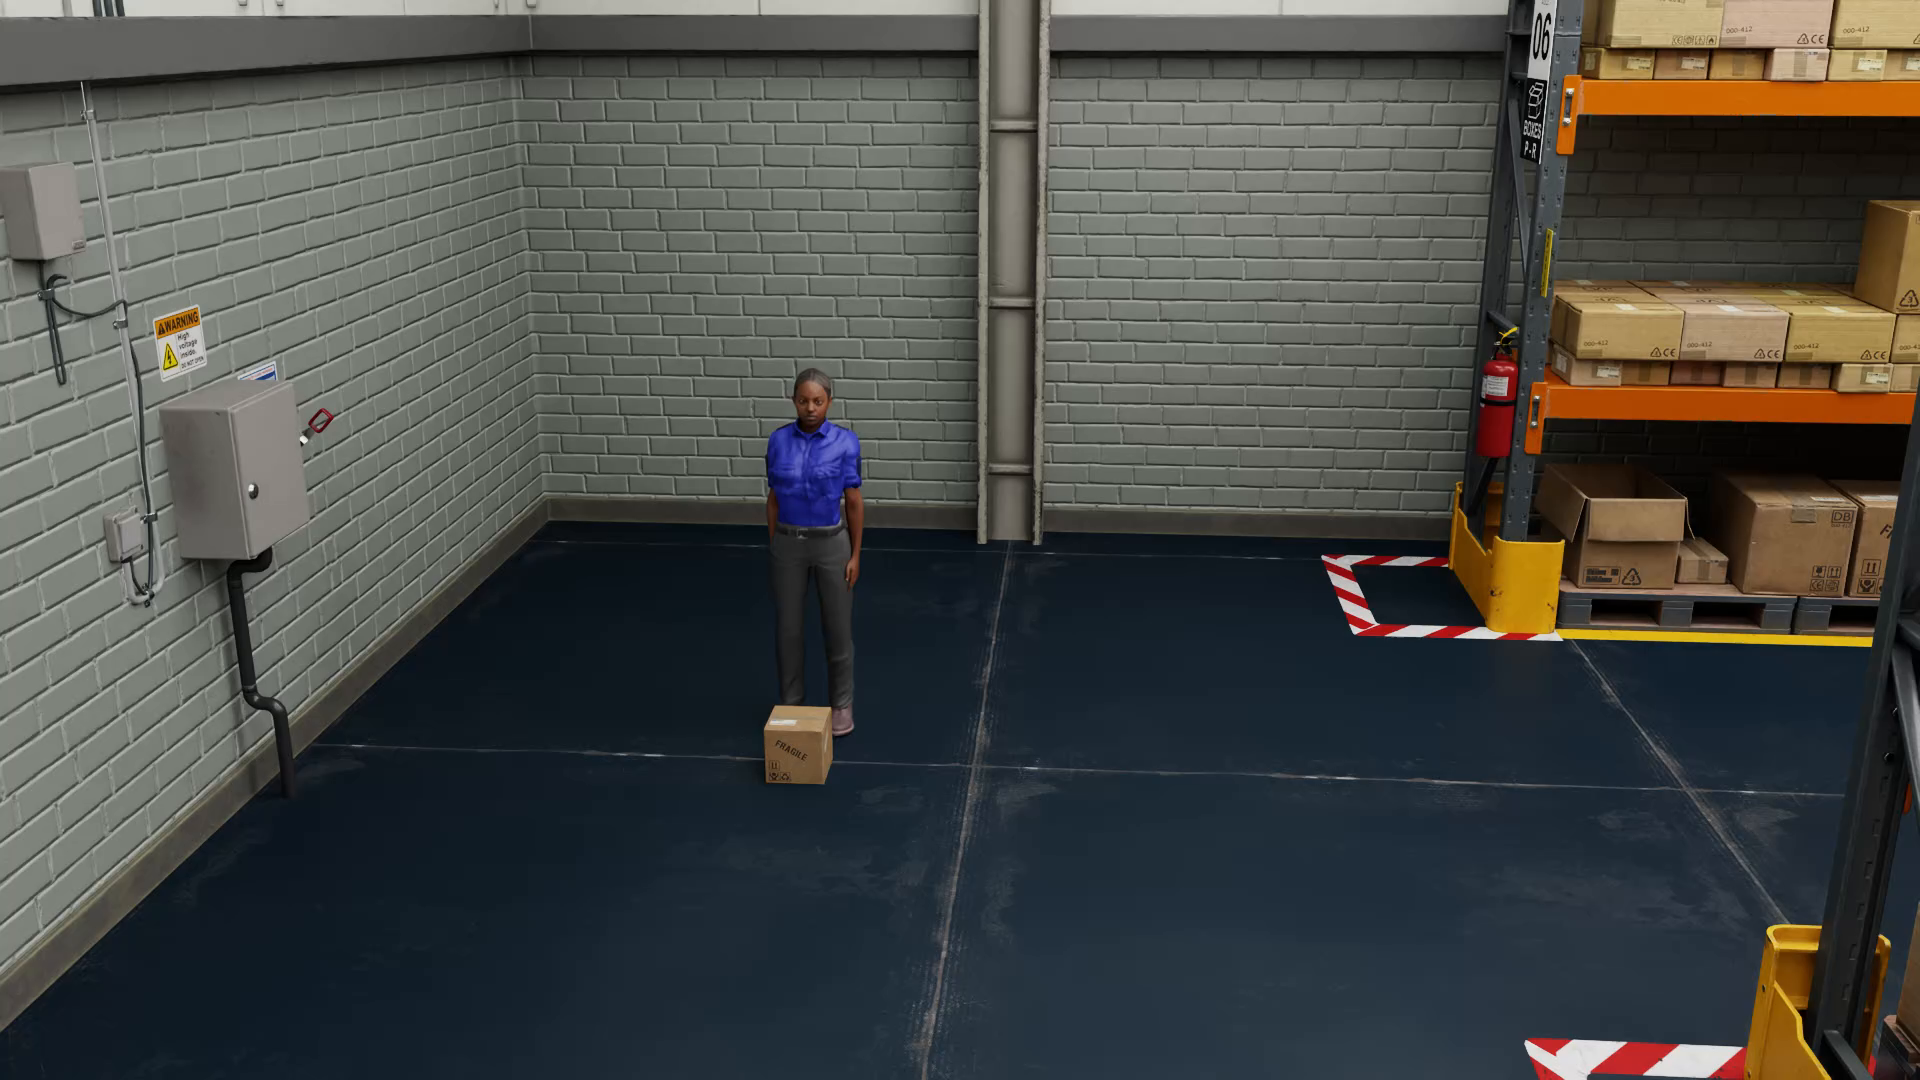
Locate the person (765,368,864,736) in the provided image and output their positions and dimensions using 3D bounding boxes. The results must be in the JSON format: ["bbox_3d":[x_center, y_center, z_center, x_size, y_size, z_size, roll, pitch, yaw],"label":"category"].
[{"bbox_3d":[-0.641,0.059,7.379,0.436,1.657,0.307,2,18,5],"label":"person"}]
